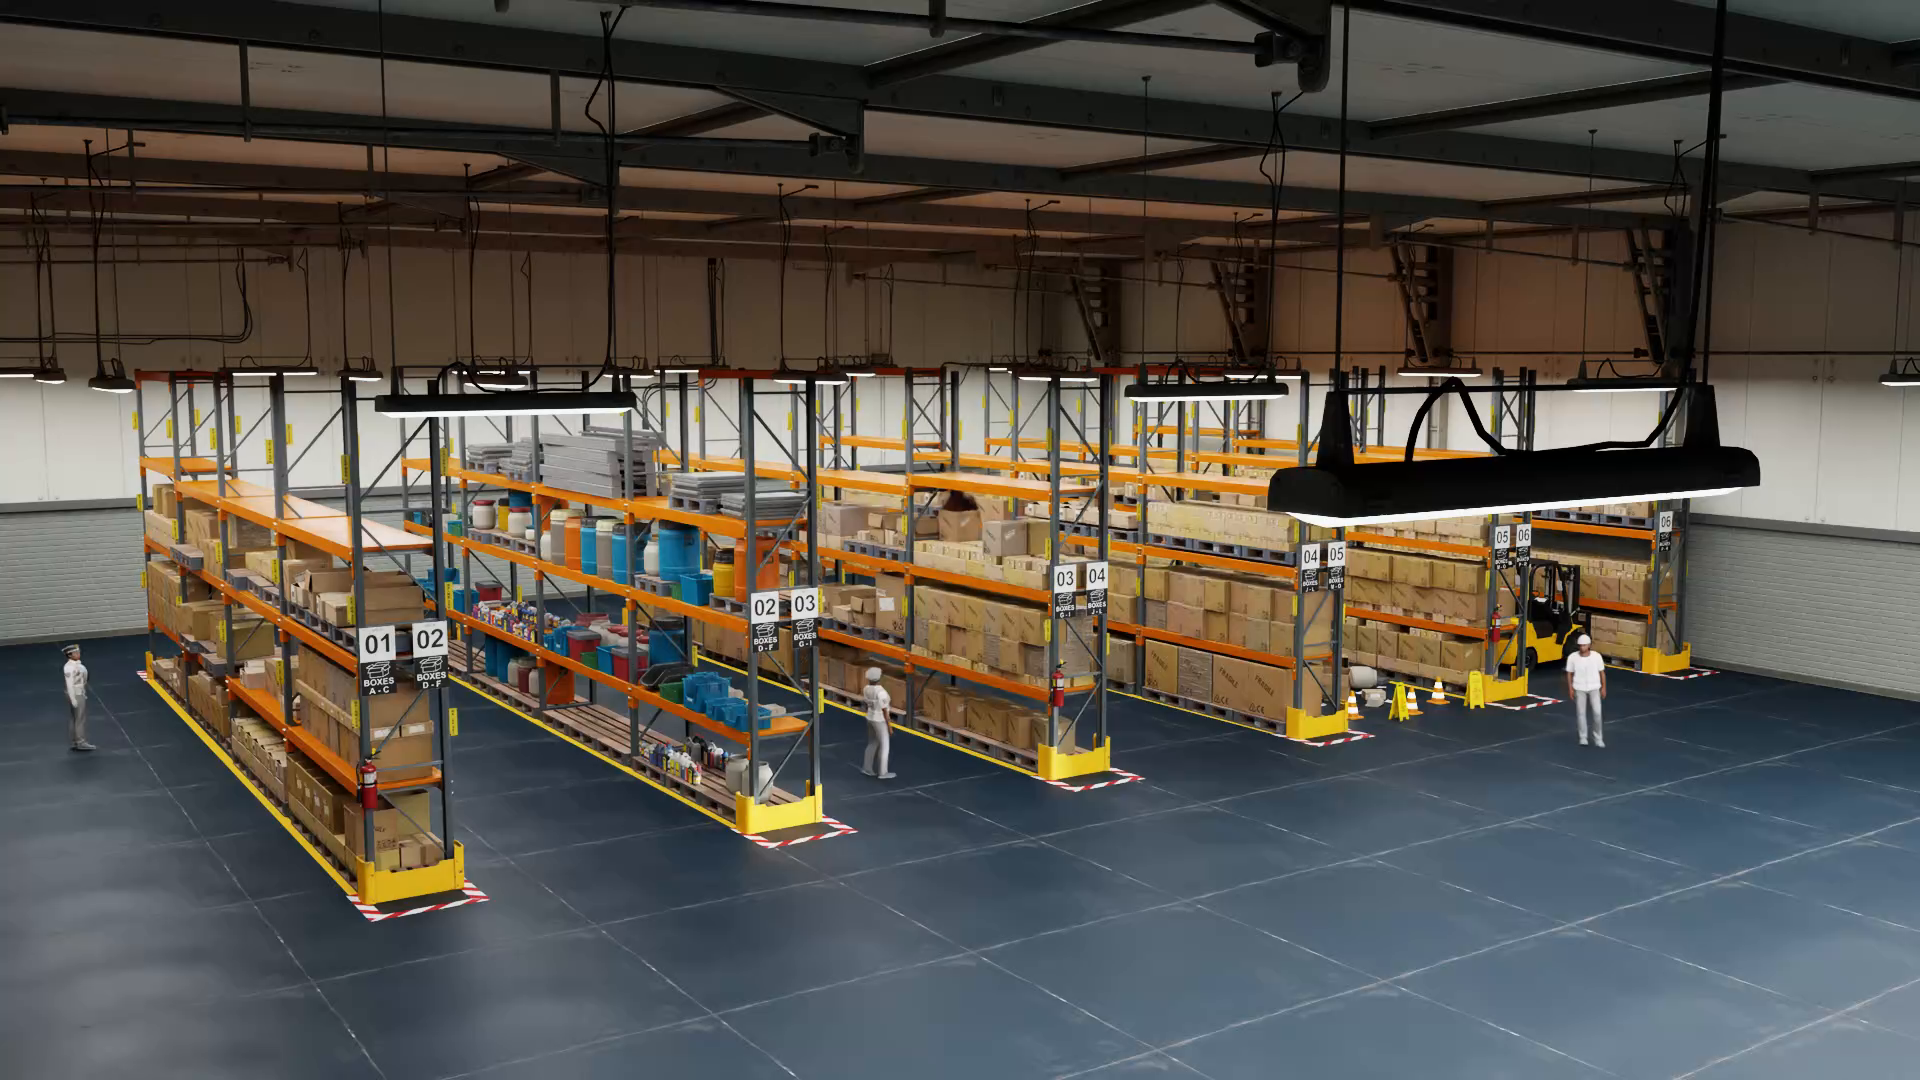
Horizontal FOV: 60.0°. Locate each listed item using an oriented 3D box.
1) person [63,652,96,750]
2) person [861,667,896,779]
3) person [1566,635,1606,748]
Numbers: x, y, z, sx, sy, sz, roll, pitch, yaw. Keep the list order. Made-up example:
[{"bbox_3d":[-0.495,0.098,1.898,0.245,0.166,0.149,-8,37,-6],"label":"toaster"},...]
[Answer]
[{"bbox_3d":[-14.110,2.515,26.631,0.393,1.666,0.504,-4,7,-29],"label":"person"},{"bbox_3d":[-1.222,2.733,24.795,0.488,1.741,0.528,-3,7,-28],"label":"person"},{"bbox_3d":[10.123,2.431,26.873,0.640,1.801,0.395,2,7,20],"label":"person"}]
